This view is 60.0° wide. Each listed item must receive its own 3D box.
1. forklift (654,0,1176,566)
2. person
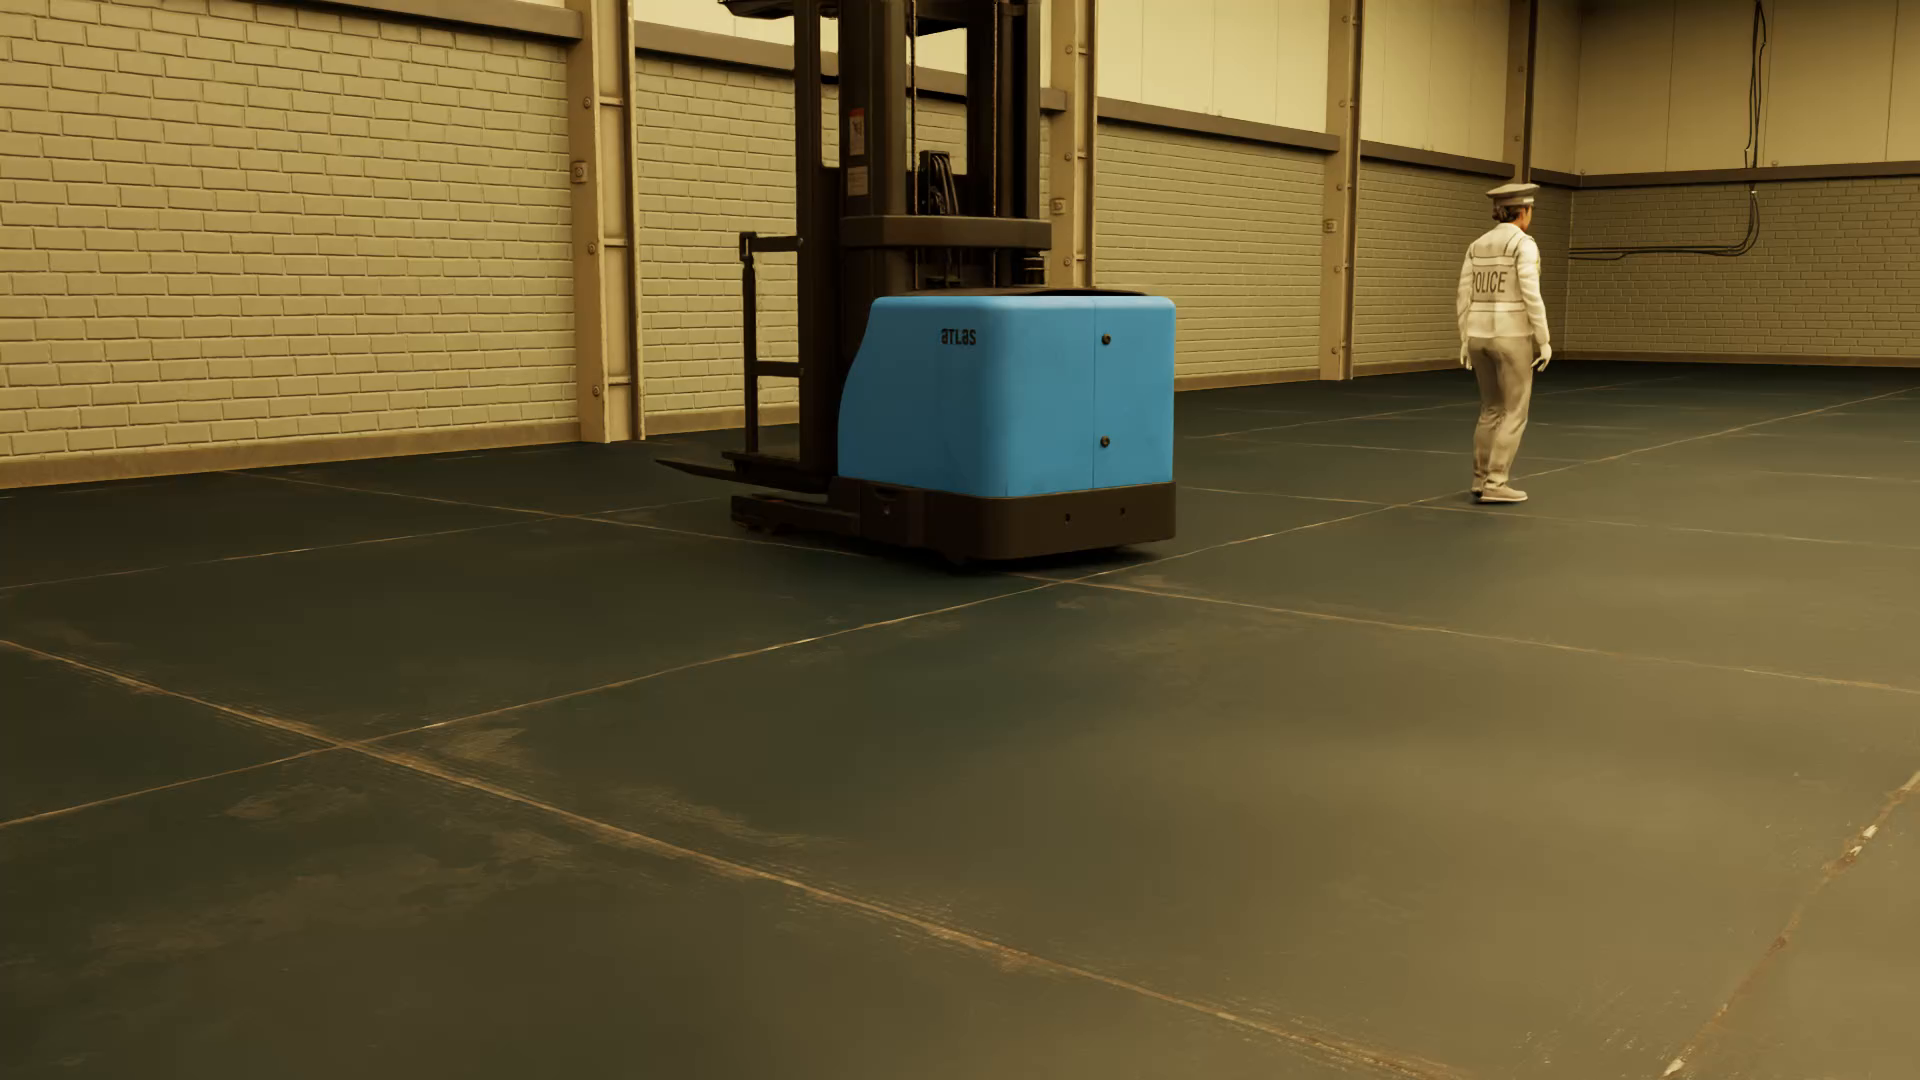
[{"bbox_3d":[-0.410,-1.514,7.629,1.130,2.935,3.031,-7,11,-38],"label":"forklift"},{"bbox_3d":[2.897,-1.021,8.771,0.458,1.692,0.560,-4,9,-25],"label":"person"}]
